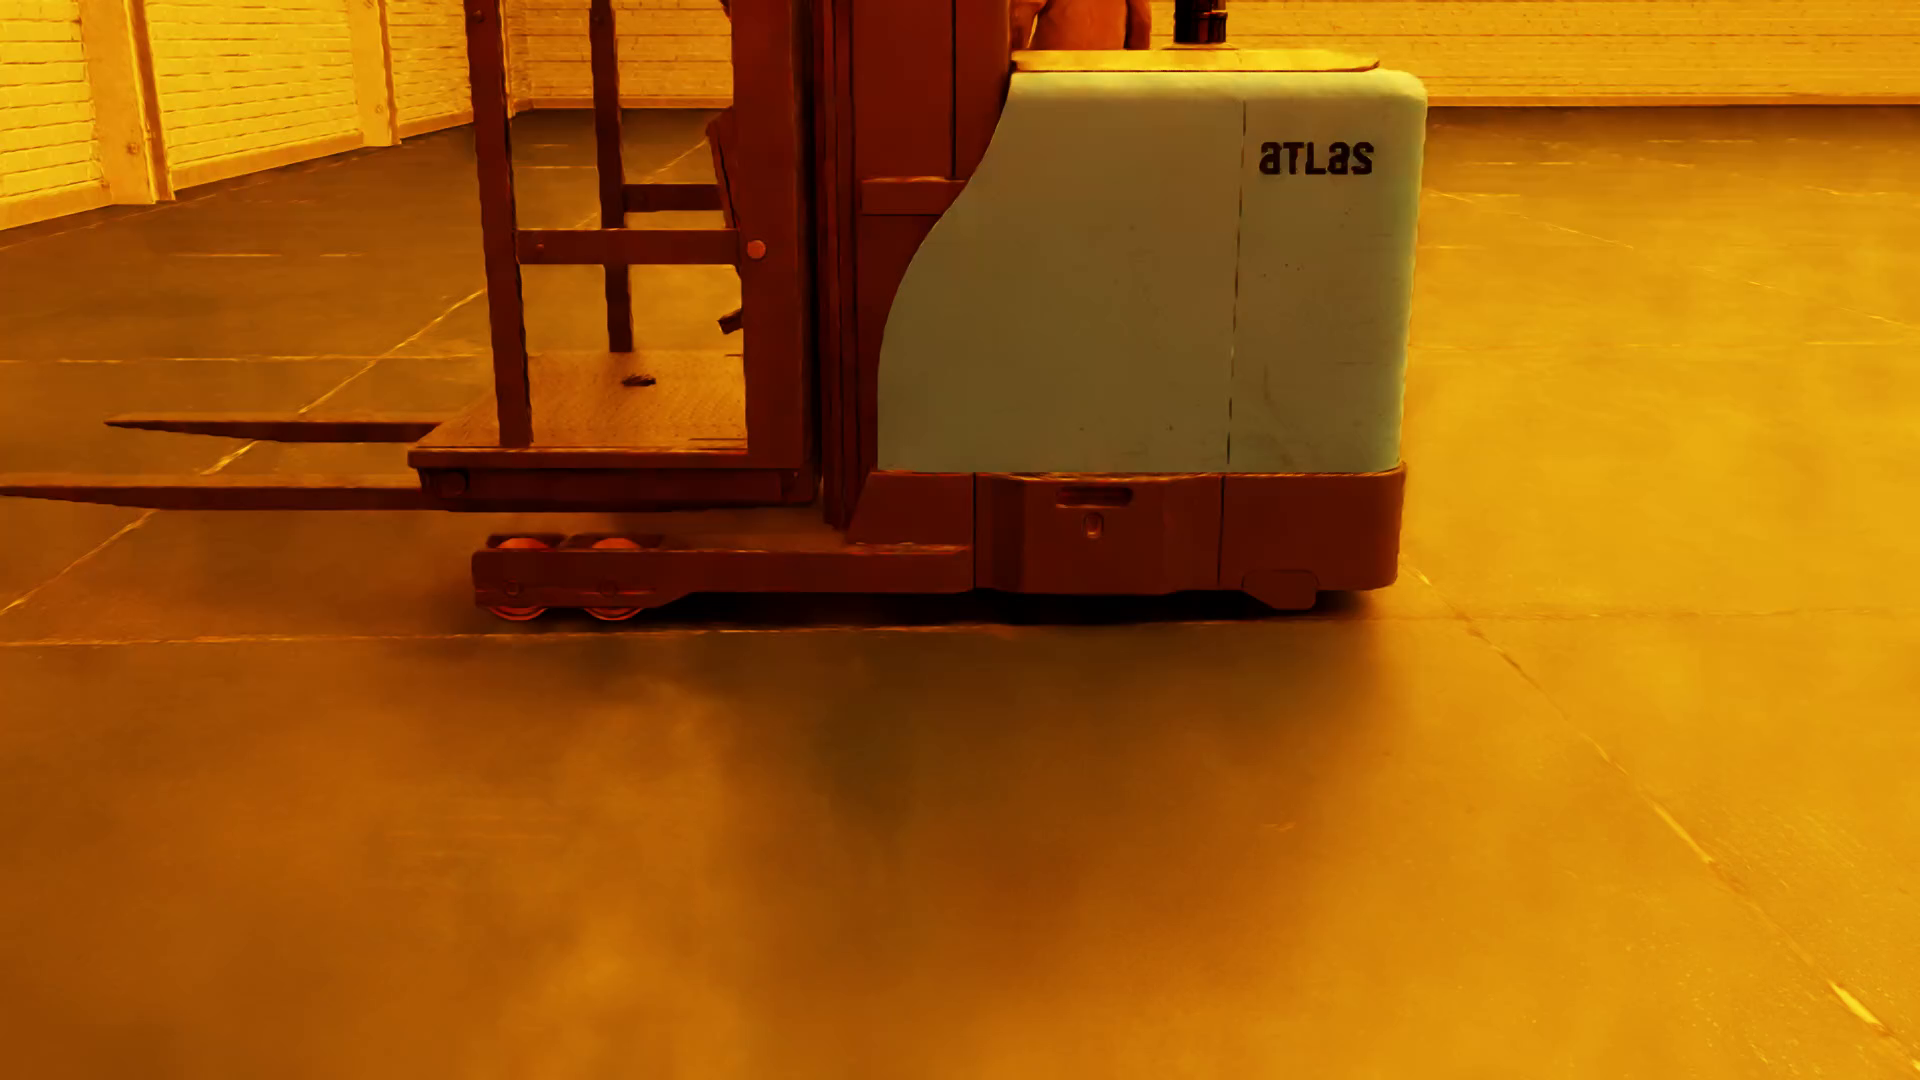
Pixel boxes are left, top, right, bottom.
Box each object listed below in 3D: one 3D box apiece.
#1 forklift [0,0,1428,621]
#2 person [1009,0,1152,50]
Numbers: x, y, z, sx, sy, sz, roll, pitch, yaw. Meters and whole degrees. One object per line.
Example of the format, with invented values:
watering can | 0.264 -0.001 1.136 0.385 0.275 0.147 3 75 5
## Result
forklift | -0.608 -1.391 3.454 3.031 2.935 1.130 0 17 1
person | 0.460 -1.942 7.202 0.694 1.775 0.582 -4 18 -14
